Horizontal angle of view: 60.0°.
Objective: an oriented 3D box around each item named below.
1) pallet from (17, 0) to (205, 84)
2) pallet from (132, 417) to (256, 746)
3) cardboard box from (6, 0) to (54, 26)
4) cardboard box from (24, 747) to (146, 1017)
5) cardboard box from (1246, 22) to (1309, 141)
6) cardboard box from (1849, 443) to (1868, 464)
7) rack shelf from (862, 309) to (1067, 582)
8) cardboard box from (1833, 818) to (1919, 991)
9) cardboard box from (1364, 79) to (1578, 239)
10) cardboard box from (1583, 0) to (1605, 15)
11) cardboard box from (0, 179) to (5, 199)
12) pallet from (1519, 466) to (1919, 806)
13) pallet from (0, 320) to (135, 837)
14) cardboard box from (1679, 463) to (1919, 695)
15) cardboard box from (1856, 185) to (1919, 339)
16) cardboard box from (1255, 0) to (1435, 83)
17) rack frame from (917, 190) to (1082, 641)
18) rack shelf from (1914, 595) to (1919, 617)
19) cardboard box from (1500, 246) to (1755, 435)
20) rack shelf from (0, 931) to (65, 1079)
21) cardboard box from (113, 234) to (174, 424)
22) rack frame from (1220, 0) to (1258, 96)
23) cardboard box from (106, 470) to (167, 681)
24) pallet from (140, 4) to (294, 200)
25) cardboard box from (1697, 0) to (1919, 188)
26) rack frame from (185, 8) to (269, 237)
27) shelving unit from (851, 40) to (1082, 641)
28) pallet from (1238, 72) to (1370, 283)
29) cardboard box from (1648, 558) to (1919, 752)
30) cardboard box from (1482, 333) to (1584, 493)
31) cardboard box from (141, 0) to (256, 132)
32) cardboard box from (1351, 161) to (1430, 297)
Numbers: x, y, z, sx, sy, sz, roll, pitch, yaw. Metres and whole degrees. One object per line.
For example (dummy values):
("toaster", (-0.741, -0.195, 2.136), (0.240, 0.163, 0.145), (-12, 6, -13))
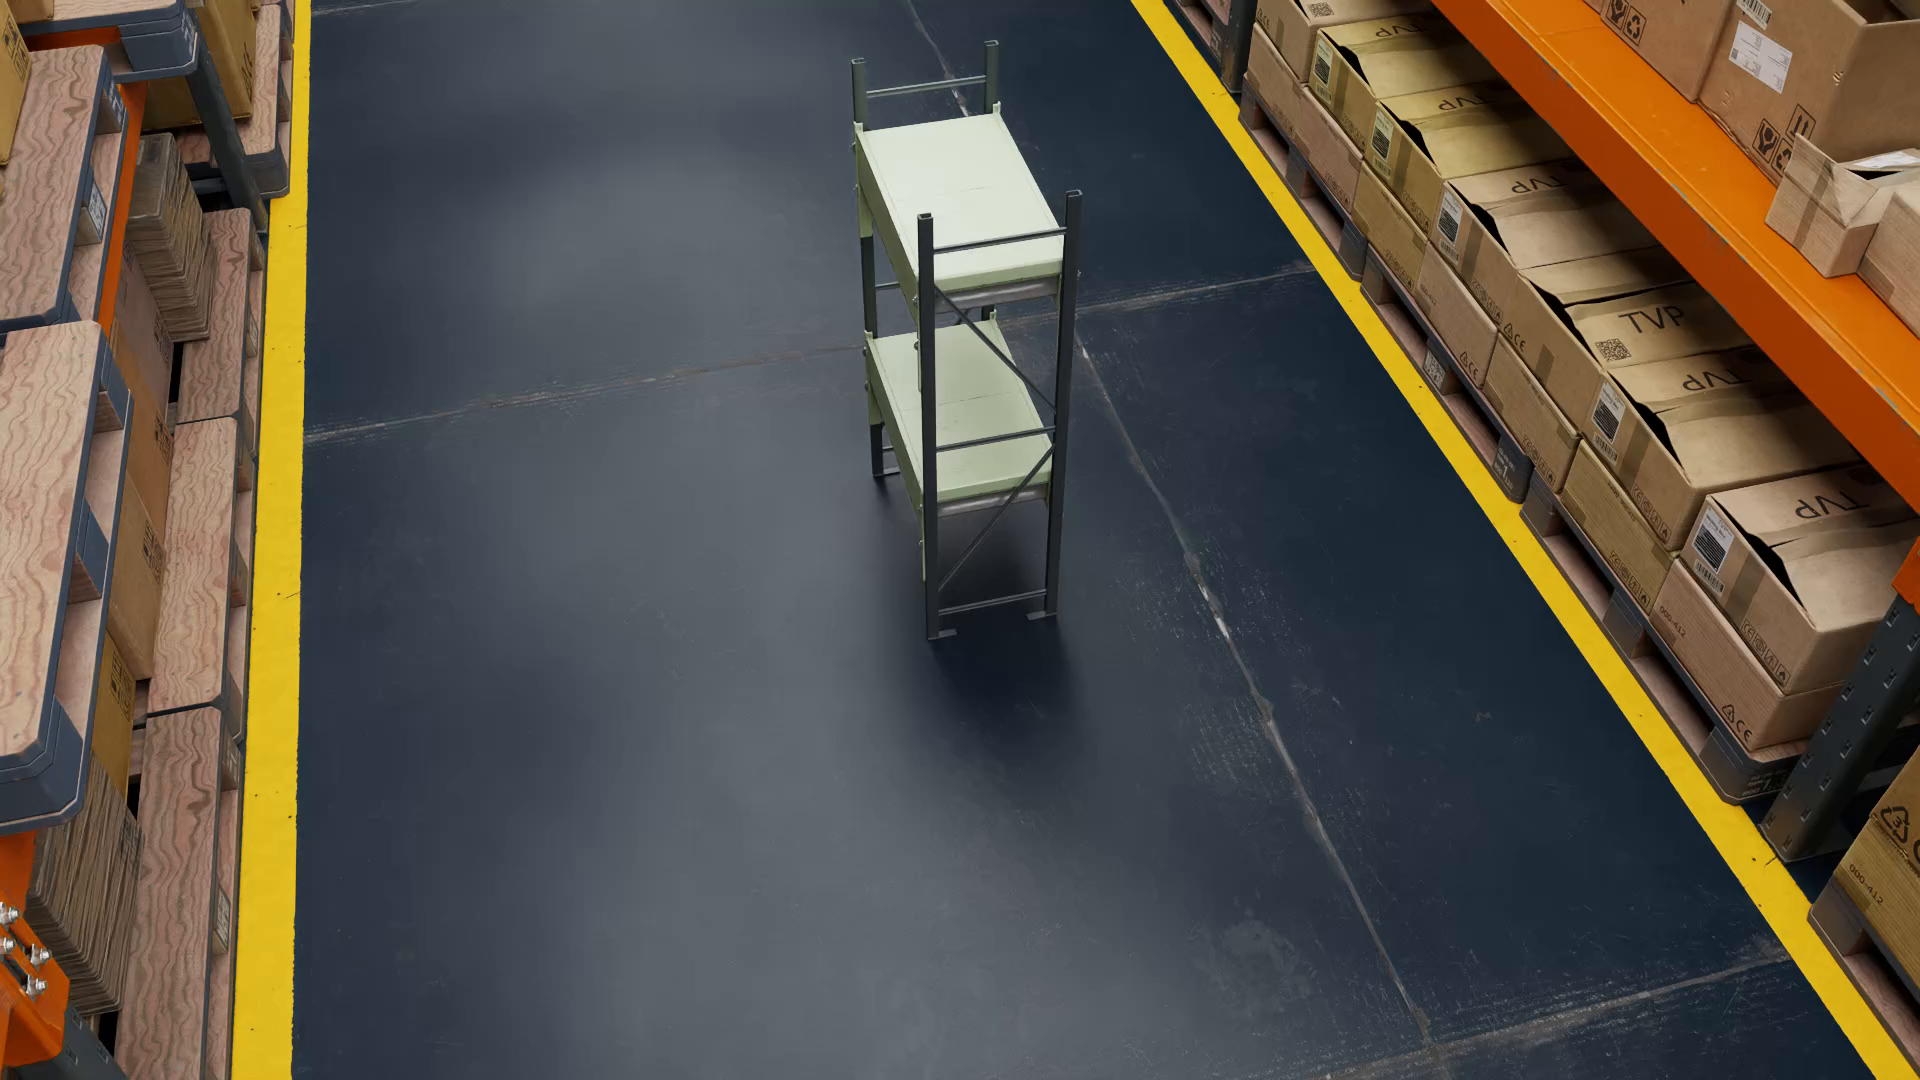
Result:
("pallet", (-2.878, -1.635, 4.886), (1.213, 0.211, 1.003), (-11, 47, -10))
("pallet", (-2.656, 0.182, 4.924), (1.003, 0.211, 1.213), (-11, 47, -10))
("cardboard box", (-2.864, -1.660, 4.399), (0.700, 0.500, 0.500), (-15, 47, -14))
("cardboard box", (-2.343, 0.803, 3.805), (0.700, 0.500, 0.500), (-9, 46, -9))
("cardboard box", (1.475, -1.852, 6.596), (0.500, 0.250, 0.500), (-11, 47, -10))
("cardboard box", (2.661, -0.380, 4.760), (0.500, 0.311, 0.500), (-11, 47, -11))
("rack shelf", (0.002, -0.292, 4.943), (0.431, 0.370, 0.720), (-11, 47, -10))
("cardboard box", (2.474, 0.870, 3.929), (0.500, 0.250, 0.500), (-11, 47, -10))
("cardboard box", (1.746, -1.335, 5.697), (0.500, 0.311, 0.500), (-12, 47, -11))
("cardboard box", (2.070, -1.963, 5.003), (0.500, 0.500, 0.500), (-13, 47, -12))
("cardboard box", (-2.571, -0.796, 3.551), (0.700, 0.500, 0.500), (-5, 46, -5))
("pallet", (2.422, 0.153, 4.952), (1.003, 0.211, 1.213), (-11, 47, -10))
("pallet", (-2.194, 0.100, 3.186), (1.003, 0.211, 1.213), (-11, 47, -10))
("cardboard box", (2.268, 0.071, 4.319), (0.500, 0.311, 0.500), (-11, 47, -10))
("cardboard box", (2.480, -0.601, 3.844), (0.500, 0.250, 0.500), (-8, 46, -8))
("cardboard box", (1.475, -2.049, 6.396), (0.500, 0.311, 0.500), (-9, 46, -9))
("rack frame", (0.095, -0.268, 4.462), (0.400, 1.500, 0.023), (-11, 47, -10))
("rack shelf", (3.161, 1.311, 2.368), (1.077, 0.370, 4.000), (-11, 47, -10))
("cardboard box", (2.003, -0.632, 5.008), (0.500, 0.311, 0.500), (-11, 47, -10))
("rack shelf", (-1.627, 2.220, 1.478), (1.077, 0.370, 4.000), (-11, 47, -10))
("cardboard box", (-2.909, -0.589, 5.169), (0.700, 0.500, 0.500), (-11, 47, -10))
("rack frame", (1.625, -3.083, 6.171), (1.000, 3.000, 0.127), (-11, 47, -10))
("cardboard box", (-2.616, 0.096, 4.498), (0.700, 0.500, 0.500), (-10, 46, -10))
("pallet", (-3.292, -1.757, 6.824), (1.003, 0.211, 1.213), (-11, 47, -10))
("cardboard box", (2.333, -1.253, 4.308), (0.500, 0.500, 0.500), (-8, 46, -7))
("rack frame", (-3.163, -2.175, 5.281), (1.000, 3.000, 0.127), (-11, 47, -10))
("shelving unit", (0.002, -0.520, 4.710), (0.431, 1.500, 0.755), (-11, 47, -10))
("pallet", (1.798, -1.531, 6.603), (1.003, 0.211, 1.213), (-11, 47, -10))
("cardboard box", (2.262, 0.261, 4.525), (0.500, 0.250, 0.500), (-11, 47, -11))
("cardboard box", (2.003, -0.442, 5.214), (0.500, 0.250, 0.500), (-10, 46, -9))
("cardboard box", (-3.224, -2.101, 6.420), (0.750, 0.750, 0.750), (-11, 47, -11))
("cardboard box", (1.743, -1.148, 5.906), (0.500, 0.250, 0.500), (-12, 47, -11))
